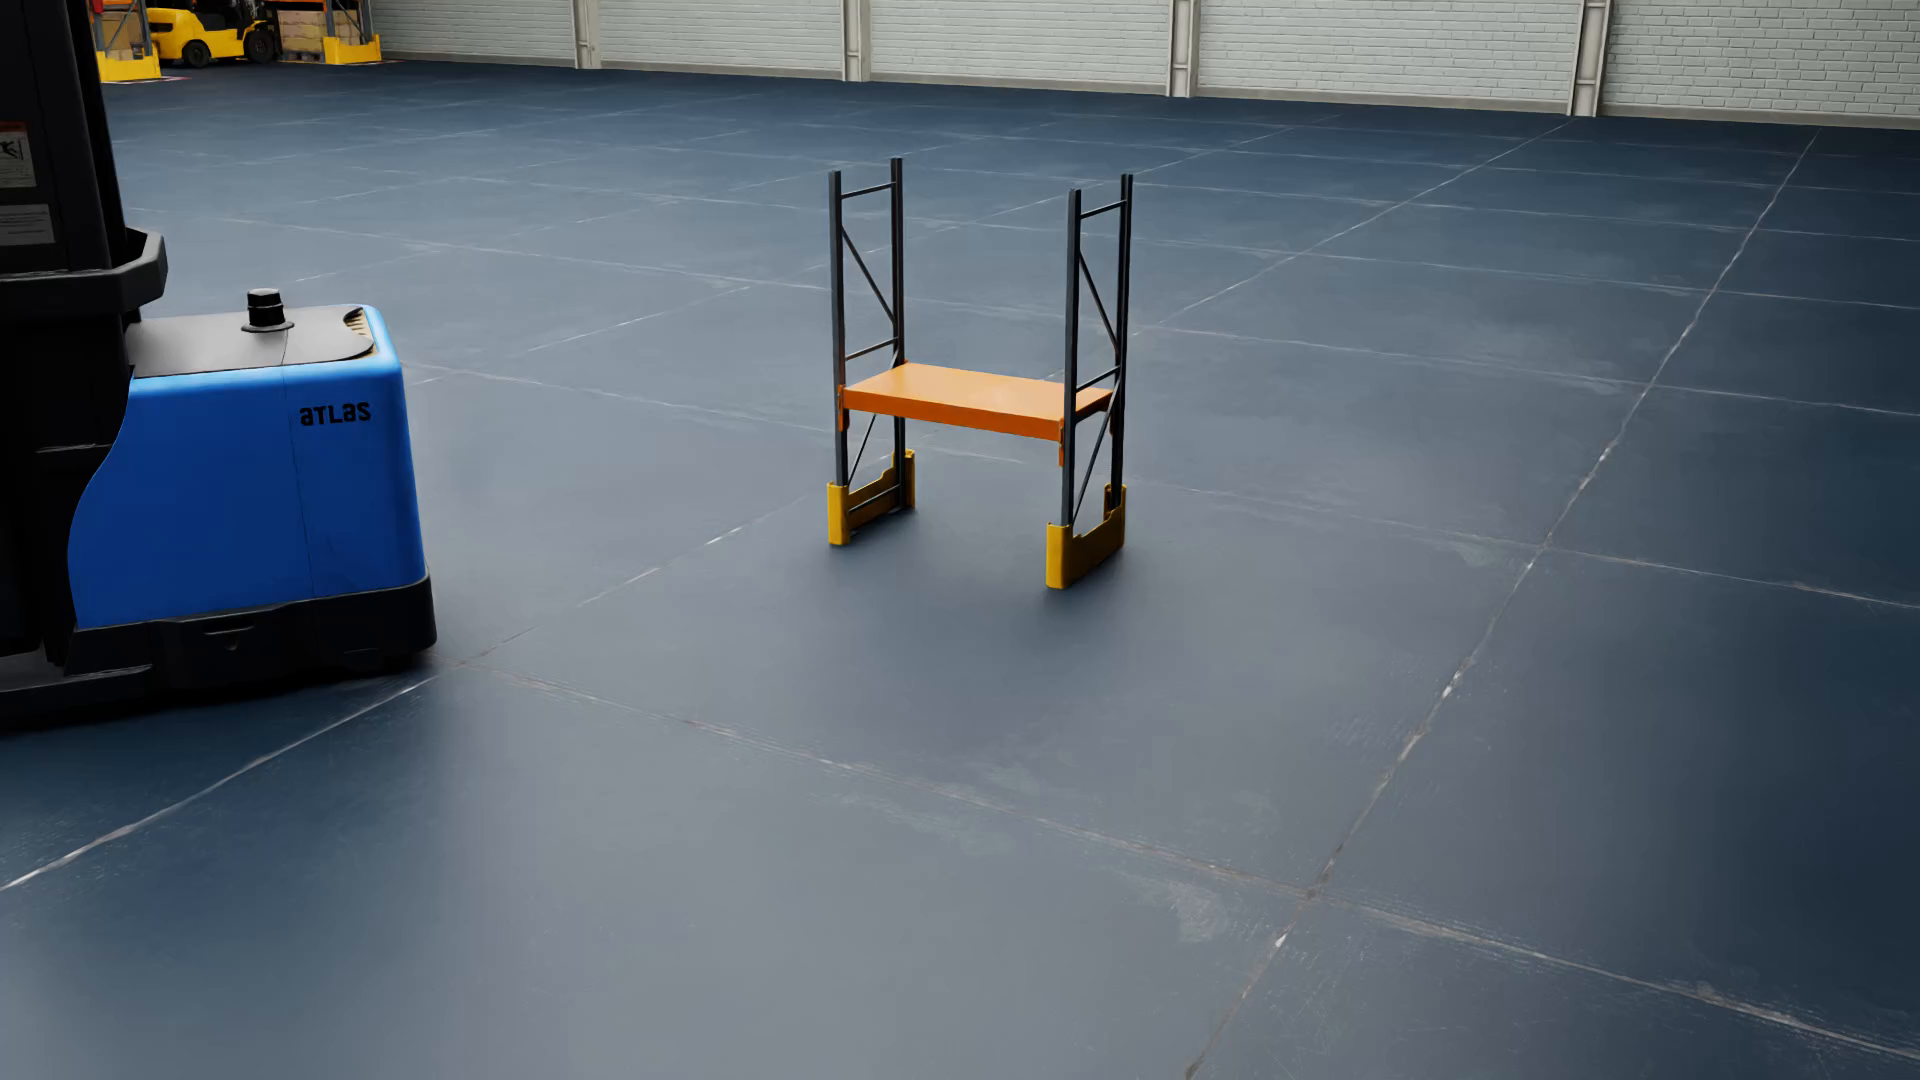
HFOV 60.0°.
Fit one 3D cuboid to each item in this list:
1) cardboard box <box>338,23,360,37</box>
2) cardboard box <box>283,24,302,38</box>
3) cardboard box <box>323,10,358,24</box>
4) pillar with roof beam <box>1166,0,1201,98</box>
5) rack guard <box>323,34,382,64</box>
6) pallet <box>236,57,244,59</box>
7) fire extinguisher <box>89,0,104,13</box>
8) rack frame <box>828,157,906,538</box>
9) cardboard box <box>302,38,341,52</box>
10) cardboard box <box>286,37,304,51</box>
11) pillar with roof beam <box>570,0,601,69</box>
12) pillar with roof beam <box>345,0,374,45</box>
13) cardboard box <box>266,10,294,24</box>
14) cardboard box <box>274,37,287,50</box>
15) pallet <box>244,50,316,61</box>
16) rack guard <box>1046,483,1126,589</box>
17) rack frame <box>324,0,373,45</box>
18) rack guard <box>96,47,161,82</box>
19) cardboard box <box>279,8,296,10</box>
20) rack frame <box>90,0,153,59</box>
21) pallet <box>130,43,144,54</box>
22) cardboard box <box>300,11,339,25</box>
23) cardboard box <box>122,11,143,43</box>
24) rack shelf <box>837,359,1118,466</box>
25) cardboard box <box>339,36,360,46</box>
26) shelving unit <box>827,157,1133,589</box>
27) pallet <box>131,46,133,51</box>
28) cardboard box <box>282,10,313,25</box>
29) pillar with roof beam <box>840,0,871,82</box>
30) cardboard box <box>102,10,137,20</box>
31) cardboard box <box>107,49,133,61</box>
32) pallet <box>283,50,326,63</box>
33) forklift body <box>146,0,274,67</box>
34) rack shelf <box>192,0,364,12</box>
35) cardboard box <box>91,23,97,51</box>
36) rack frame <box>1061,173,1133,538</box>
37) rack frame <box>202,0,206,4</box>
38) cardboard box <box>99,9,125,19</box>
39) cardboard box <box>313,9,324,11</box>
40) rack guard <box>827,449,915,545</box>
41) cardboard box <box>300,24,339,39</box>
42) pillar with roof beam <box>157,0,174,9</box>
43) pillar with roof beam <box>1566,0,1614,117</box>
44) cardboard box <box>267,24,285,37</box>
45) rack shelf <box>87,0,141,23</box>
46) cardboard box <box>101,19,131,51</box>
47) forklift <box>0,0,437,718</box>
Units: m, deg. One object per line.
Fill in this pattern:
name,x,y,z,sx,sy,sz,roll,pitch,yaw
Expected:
cardboard box,-12.401,-10.222,33.329,0.500,0.250,0.500,11,23,28
cardboard box,-13.102,-10.156,33.148,0.500,0.250,0.500,11,22,27
cardboard box,-12.419,-10.453,33.233,0.500,0.250,0.500,10,22,26
pillar with roof beam,1.355,-9.871,20.882,0.400,9.000,9.100,11,23,27
rack guard,-12.071,-9.763,33.046,0.348,0.500,1.175,11,23,27
pallet,-14.910,-10.152,34.541,1.213,0.211,1.003,11,23,27
fire extinguisher,-14.634,-9.271,28.138,0.183,0.674,0.296,11,23,27
rack frame,-0.369,-0.775,6.803,0.032,1.500,0.500,11,23,27
cardboard box,-12.656,-9.831,32.984,0.500,0.250,0.500,11,23,28
cardboard box,-13.086,-9.916,33.220,0.500,0.250,0.500,11,23,27
pillar with roof beam,-9.122,-11.867,26.383,0.400,9.000,9.100,11,23,27
pillar with roof beam,-14.360,-12.865,29.134,0.400,9.000,9.100,11,23,27
cardboard box,-13.540,-10.465,33.265,0.500,0.250,0.500,11,23,28
cardboard box,-13.518,-10.002,33.457,0.500,0.250,0.500,11,23,28
pallet,-13.841,-9.949,33.983,1.213,0.211,1.003,11,23,27
rack guard,0.501,-0.022,6.559,0.087,0.250,0.587,11,23,27
rack frame,-12.092,-10.942,32.631,0.127,3.000,1.000,11,23,27
rack guard,-14.576,-8.301,29.017,0.348,0.500,1.175,11,23,27
cardboard box,-13.733,-10.709,33.938,0.500,0.250,0.500,10,22,26
rack frame,-14.509,-9.464,28.556,0.127,3.000,1.000,11,23,27
pallet,-17.315,-10.610,35.804,1.213,0.211,1.003,11,23,27
cardboard box,-12.646,-10.301,32.813,0.500,0.250,0.500,12,23,29
cardboard box,-17.376,-11.027,35.733,0.625,0.625,0.875,10,22,25
rack shelf,0.074,-0.522,6.632,1.000,0.185,0.538,11,23,27
cardboard box,-12.425,-9.987,33.414,0.500,0.250,0.500,11,23,28
shelving unit,0.067,-0.692,6.574,1.083,1.500,0.587,11,23,27
pallet,-18.376,-10.813,36.365,1.213,0.211,1.003,11,23,27
cardboard box,-13.095,-10.384,33.042,0.500,0.250,0.500,11,23,28
pillar with roof beam,-3.884,-10.869,23.632,0.400,9.000,9.100,11,23,27
cardboard box,-17.964,-11.139,36.042,0.625,0.625,0.875,12,23,29
cardboard box,-15.079,-8.585,29.550,0.500,0.250,0.500,11,22,27
pallet,-12.780,-9.746,33.423,1.213,0.211,1.003,11,23,27
forklift body,-14.637,-10.315,32.148,1.214,2.155,2.313,11,23,27
rack shelf,-13.838,-10.936,33.671,4.000,0.370,1.077,11,23,27
cardboard box,-15.336,-8.777,28.978,0.500,0.500,0.500,11,23,28
rack frame,0.518,-0.606,6.337,0.032,1.500,0.500,11,23,27
rack frame,-15.584,-11.607,34.465,0.127,3.000,1.000,11,23,27
cardboard box,-18.538,-11.246,36.335,0.625,0.625,0.875,12,23,29
cardboard box,-12.857,-10.535,33.460,0.500,0.250,0.500,11,23,27
rack guard,-0.368,-0.188,7.016,0.087,0.250,0.587,11,23,27
cardboard box,-12.669,-10.070,32.910,0.500,0.250,0.500,10,22,27
pillar with roof beam,-19.598,-13.862,31.885,0.400,9.000,9.100,11,23,27
pillar with roof beam,6.593,-8.873,18.131,0.400,9.000,9.100,11,23,27
cardboard box,-13.563,-10.236,33.368,0.500,0.250,0.500,10,22,26
rack shelf,-16.255,-9.458,29.595,4.000,0.370,1.077,11,23,27
cardboard box,-15.100,-8.941,29.432,0.500,0.500,0.500,10,22,26
forklift,-3.361,-0.910,5.074,3.031,2.935,1.130,-8,21,-21
